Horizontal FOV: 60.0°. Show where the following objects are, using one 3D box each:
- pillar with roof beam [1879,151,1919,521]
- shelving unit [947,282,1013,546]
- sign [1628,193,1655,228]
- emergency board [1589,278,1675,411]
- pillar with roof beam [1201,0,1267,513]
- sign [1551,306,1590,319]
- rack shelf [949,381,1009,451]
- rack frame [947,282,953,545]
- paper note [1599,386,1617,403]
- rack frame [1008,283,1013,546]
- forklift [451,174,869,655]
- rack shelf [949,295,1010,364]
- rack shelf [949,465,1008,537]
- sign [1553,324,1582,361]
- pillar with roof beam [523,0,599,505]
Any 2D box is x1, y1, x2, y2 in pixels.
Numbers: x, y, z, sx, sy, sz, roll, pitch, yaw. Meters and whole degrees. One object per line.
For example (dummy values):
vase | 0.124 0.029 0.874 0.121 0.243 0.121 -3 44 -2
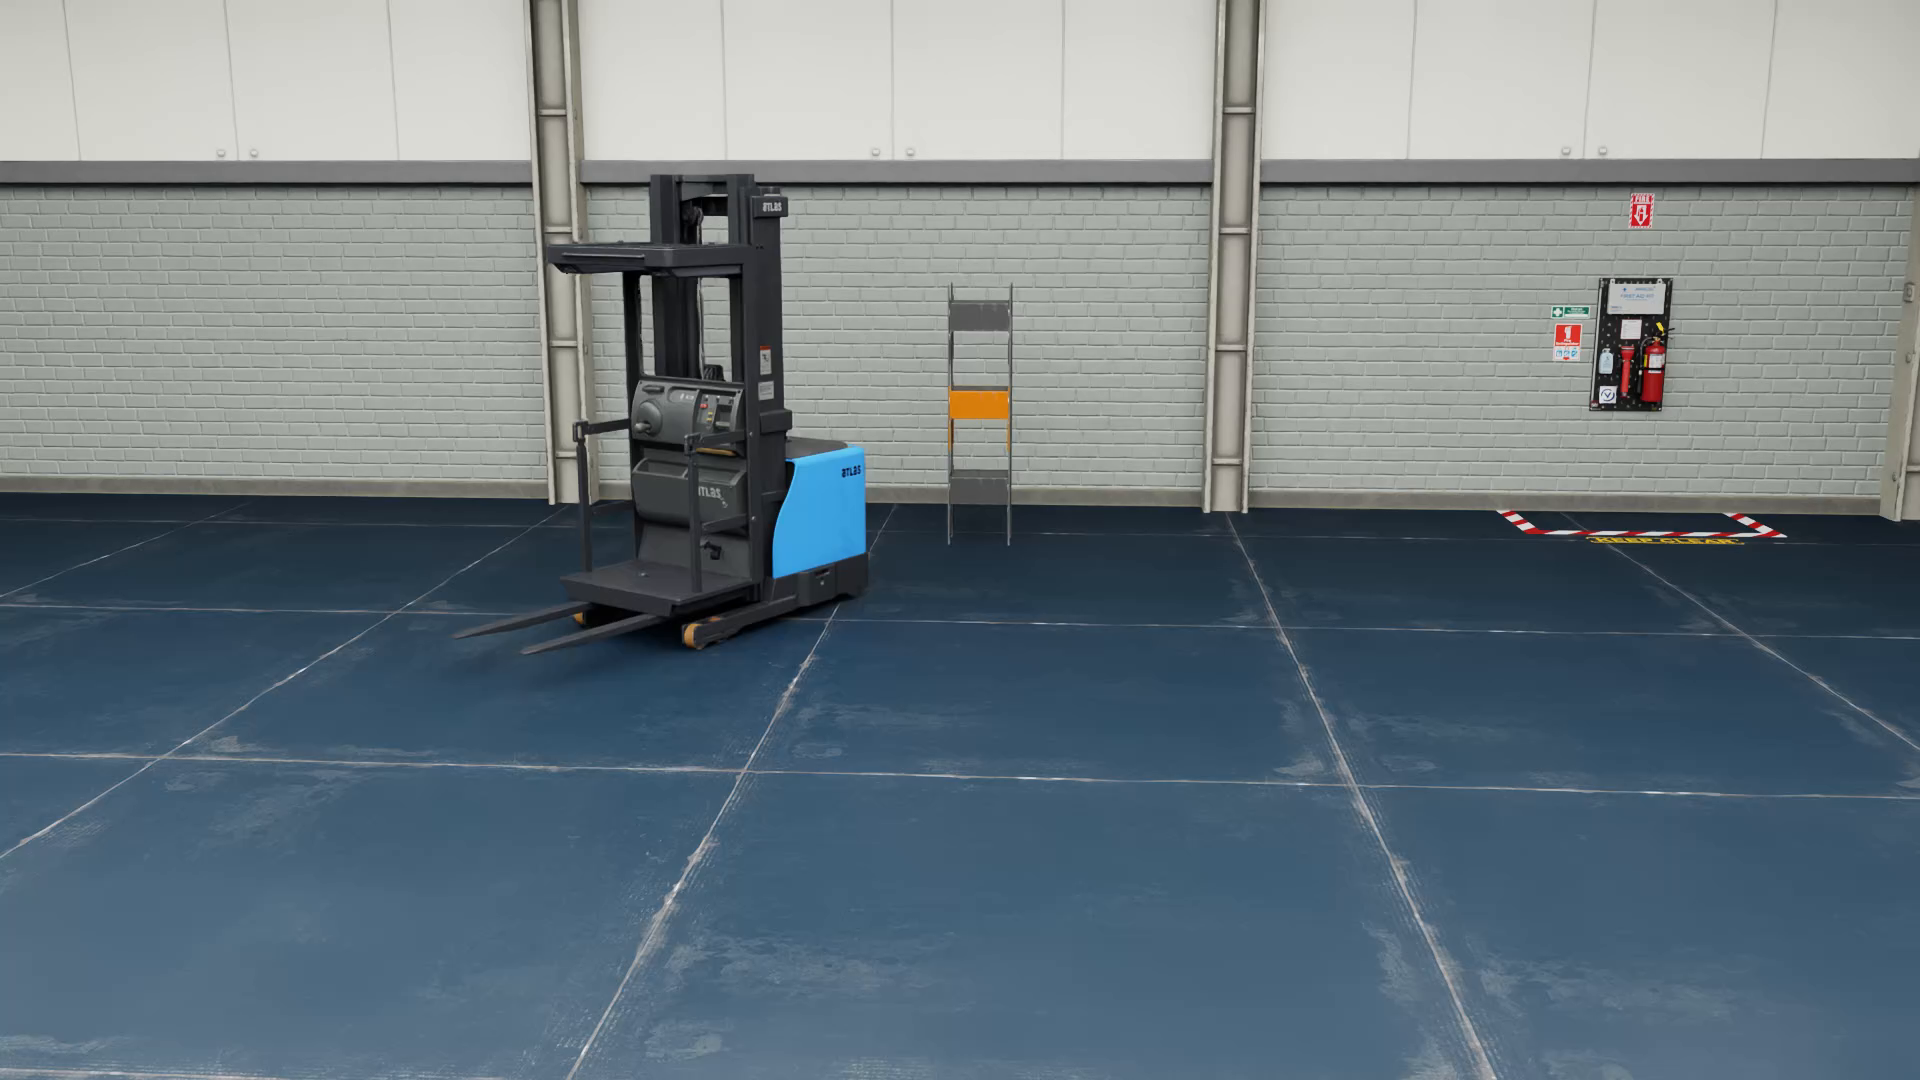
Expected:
pillar with roof beam | 8.098 -3.719 9.570 0.400 9.000 9.100 1 12 4
shelving unit | 0.165 -1.025 13.542 0.503 2.100 0.431 1 12 4
sign | 5.921 -2.859 14.448 0.199 0.298 0.001 1 12 4
emergency board | 5.923 -1.704 14.587 0.643 1.169 0.194 1 12 4
pillar with roof beam | 2.111 -3.801 9.962 0.400 9.000 9.100 1 12 4
sign | 5.382 -2.007 14.657 0.331 0.109 0.001 1 12 4
rack shelf | 0.165 -1.012 13.545 0.480 0.518 0.431 1 12 4
rack frame | -0.078 -1.029 13.558 0.015 2.100 0.400 1 12 4
paper note | 5.751 -1.289 14.757 0.142 0.148 0.016 1 12 4
rack frame | 0.409 -1.022 13.526 0.015 2.100 0.400 1 12 4
forklift | -1.908 -0.857 10.707 1.130 2.935 3.031 8 14 34
rack shelf | 0.165 -1.697 13.402 0.480 0.518 0.431 1 12 4
rack shelf | 0.165 -0.327 13.688 0.480 0.518 0.431 1 12 4
sign | 5.378 -1.750 14.721 0.234 0.329 0.001 1 12 4
pillar with roof beam | -3.875 -3.883 10.355 0.400 9.000 9.100 1 12 4
